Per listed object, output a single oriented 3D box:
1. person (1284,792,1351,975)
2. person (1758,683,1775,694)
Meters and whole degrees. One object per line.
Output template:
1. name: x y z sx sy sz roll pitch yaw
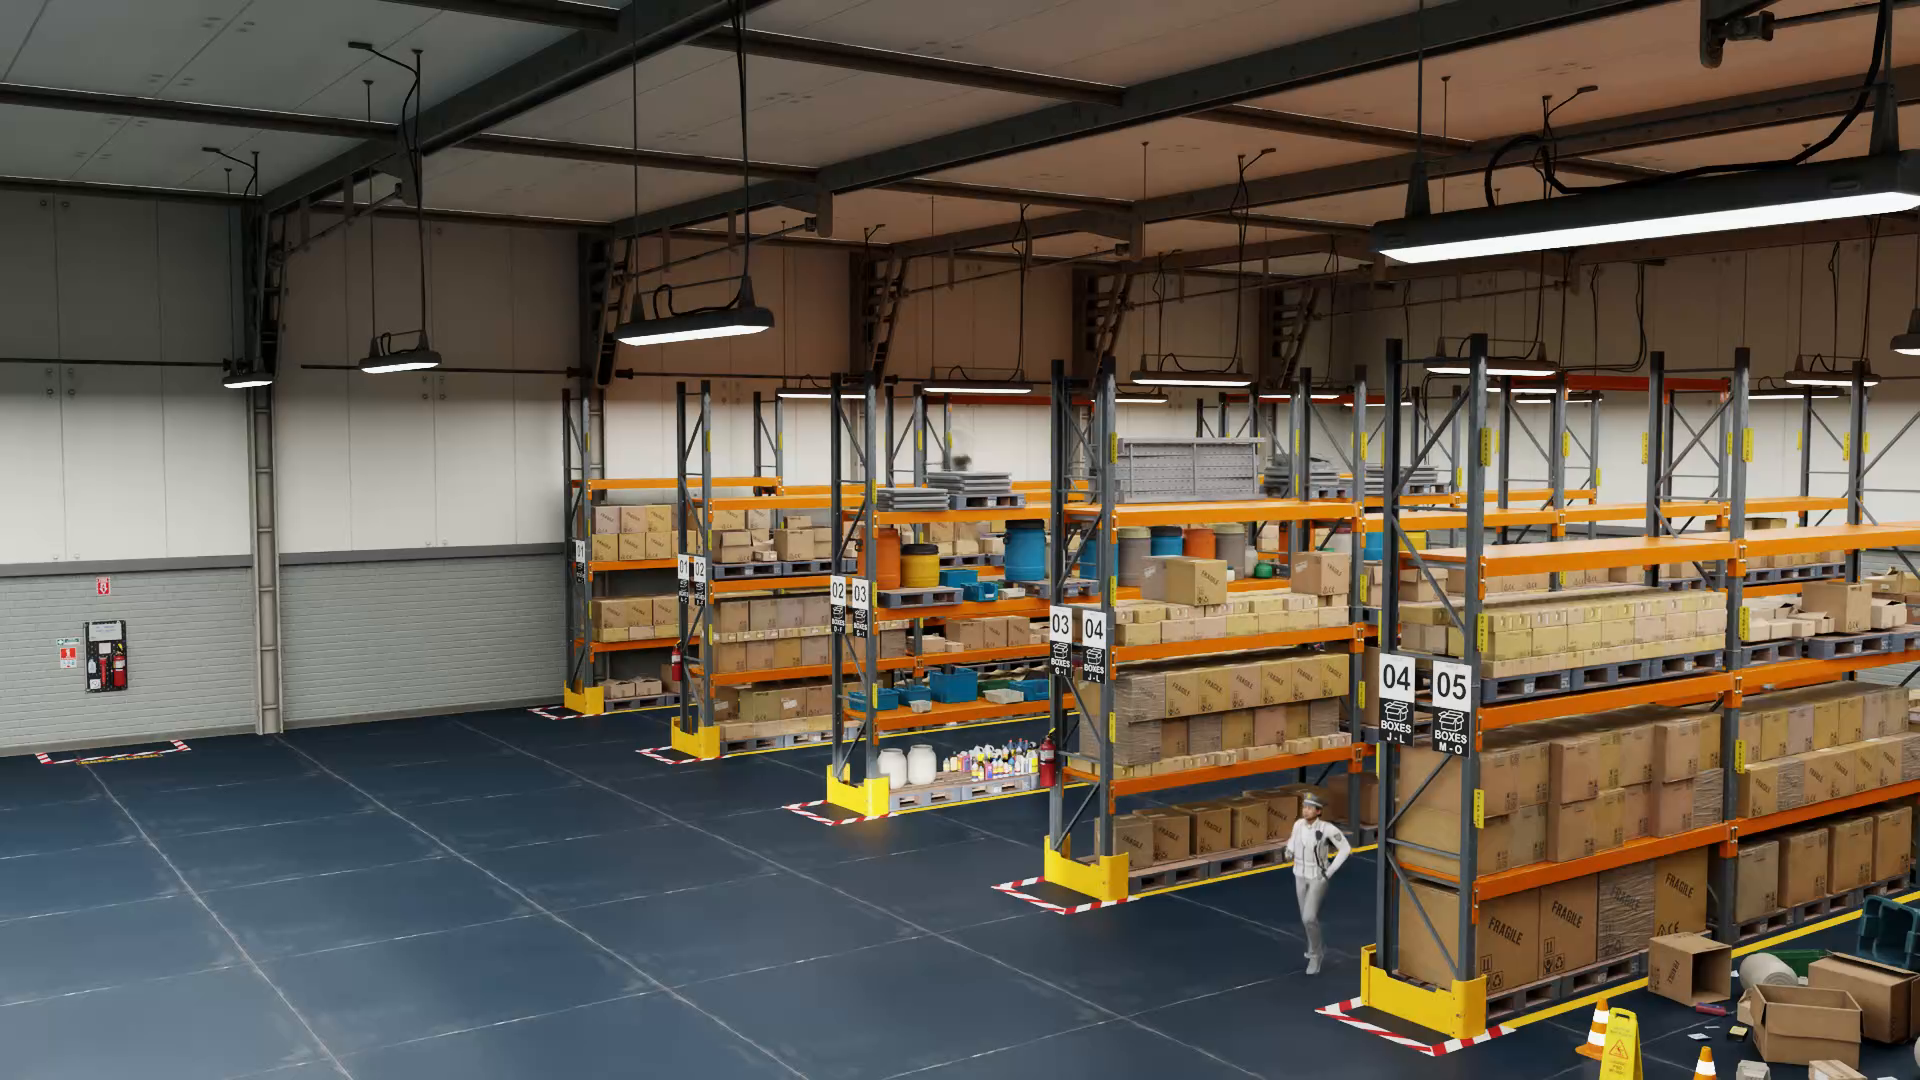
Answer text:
1. person: 3.386 3.301 16.027 0.638 1.766 0.612 -3 5 -41
2. person: 11.464 2.827 23.665 0.862 1.626 0.619 -3 5 -37
